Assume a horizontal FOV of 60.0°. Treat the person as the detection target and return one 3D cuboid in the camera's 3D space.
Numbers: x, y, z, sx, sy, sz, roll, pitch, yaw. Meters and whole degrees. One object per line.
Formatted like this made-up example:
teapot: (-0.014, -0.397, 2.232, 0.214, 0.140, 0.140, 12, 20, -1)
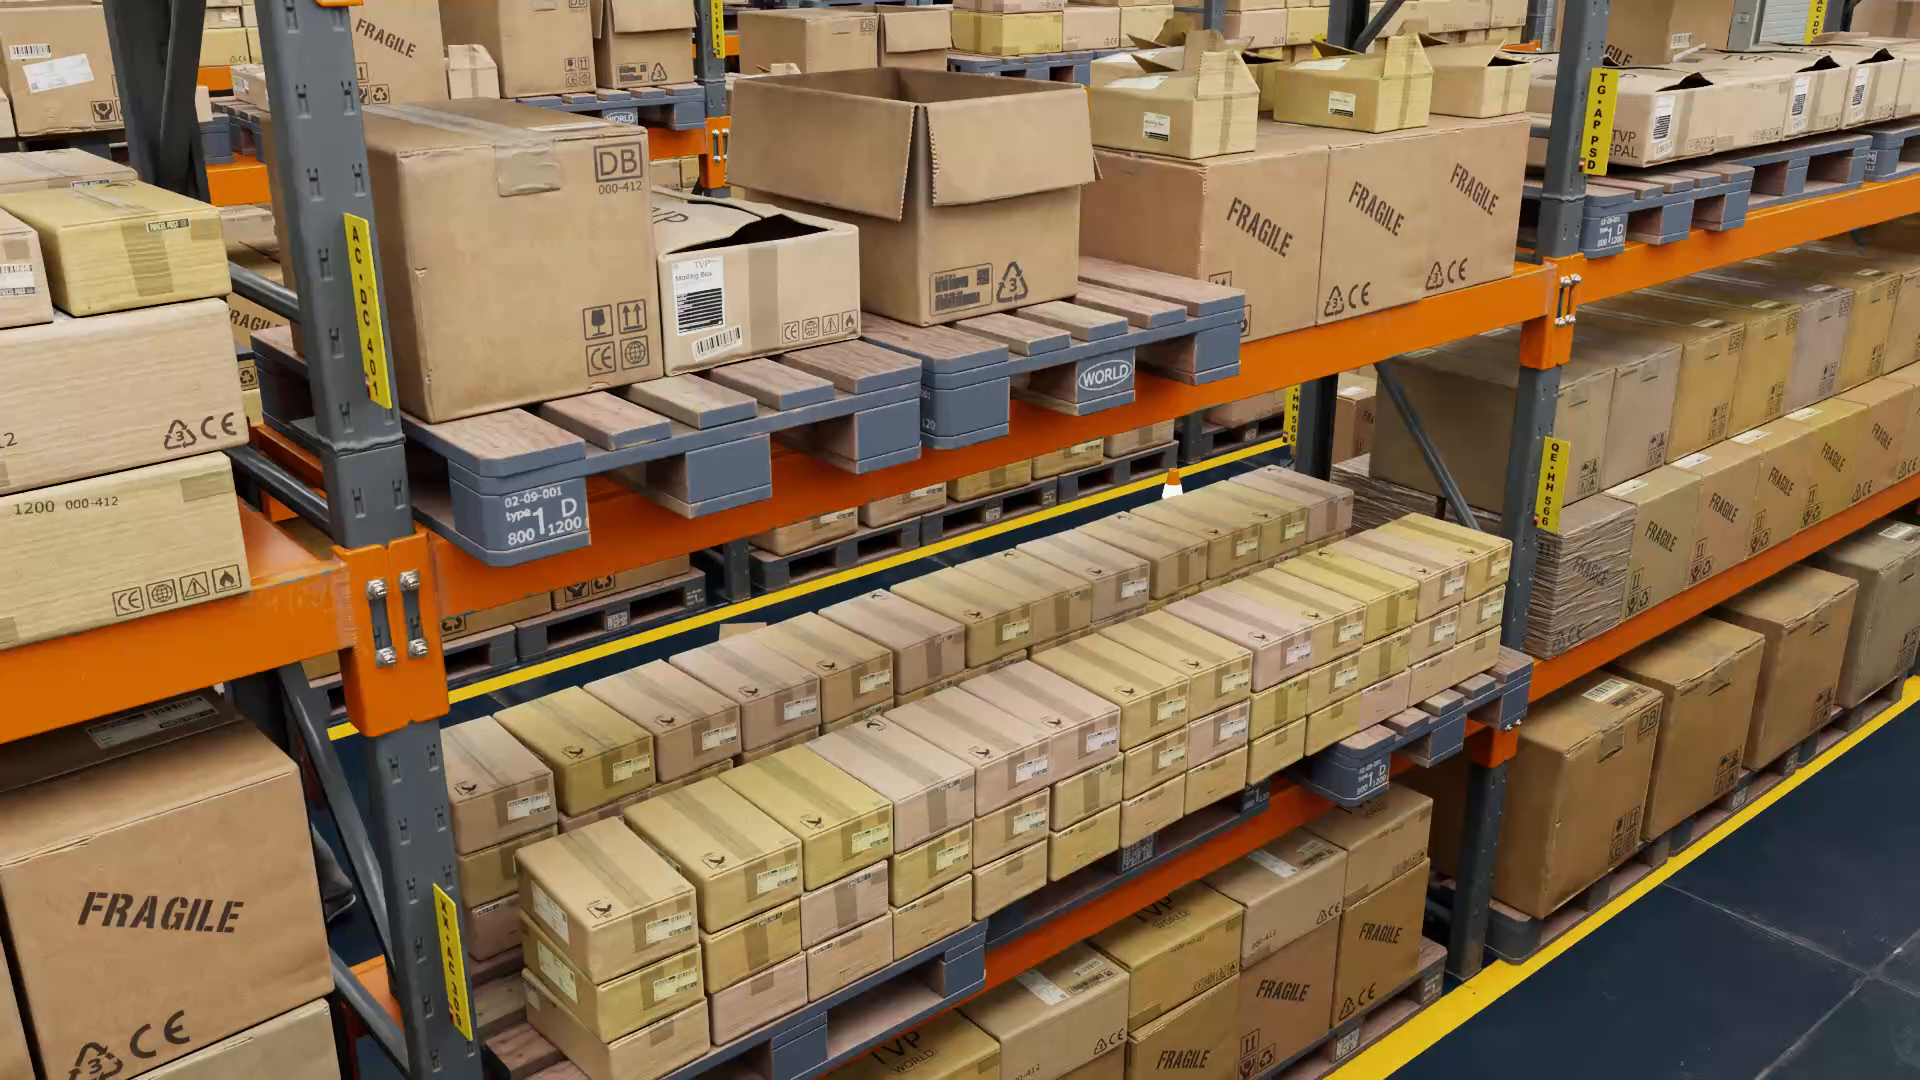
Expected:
person: (-2.719, 0.880, 6.276, 0.484, 1.705, 0.798, 17, 27, 37)
